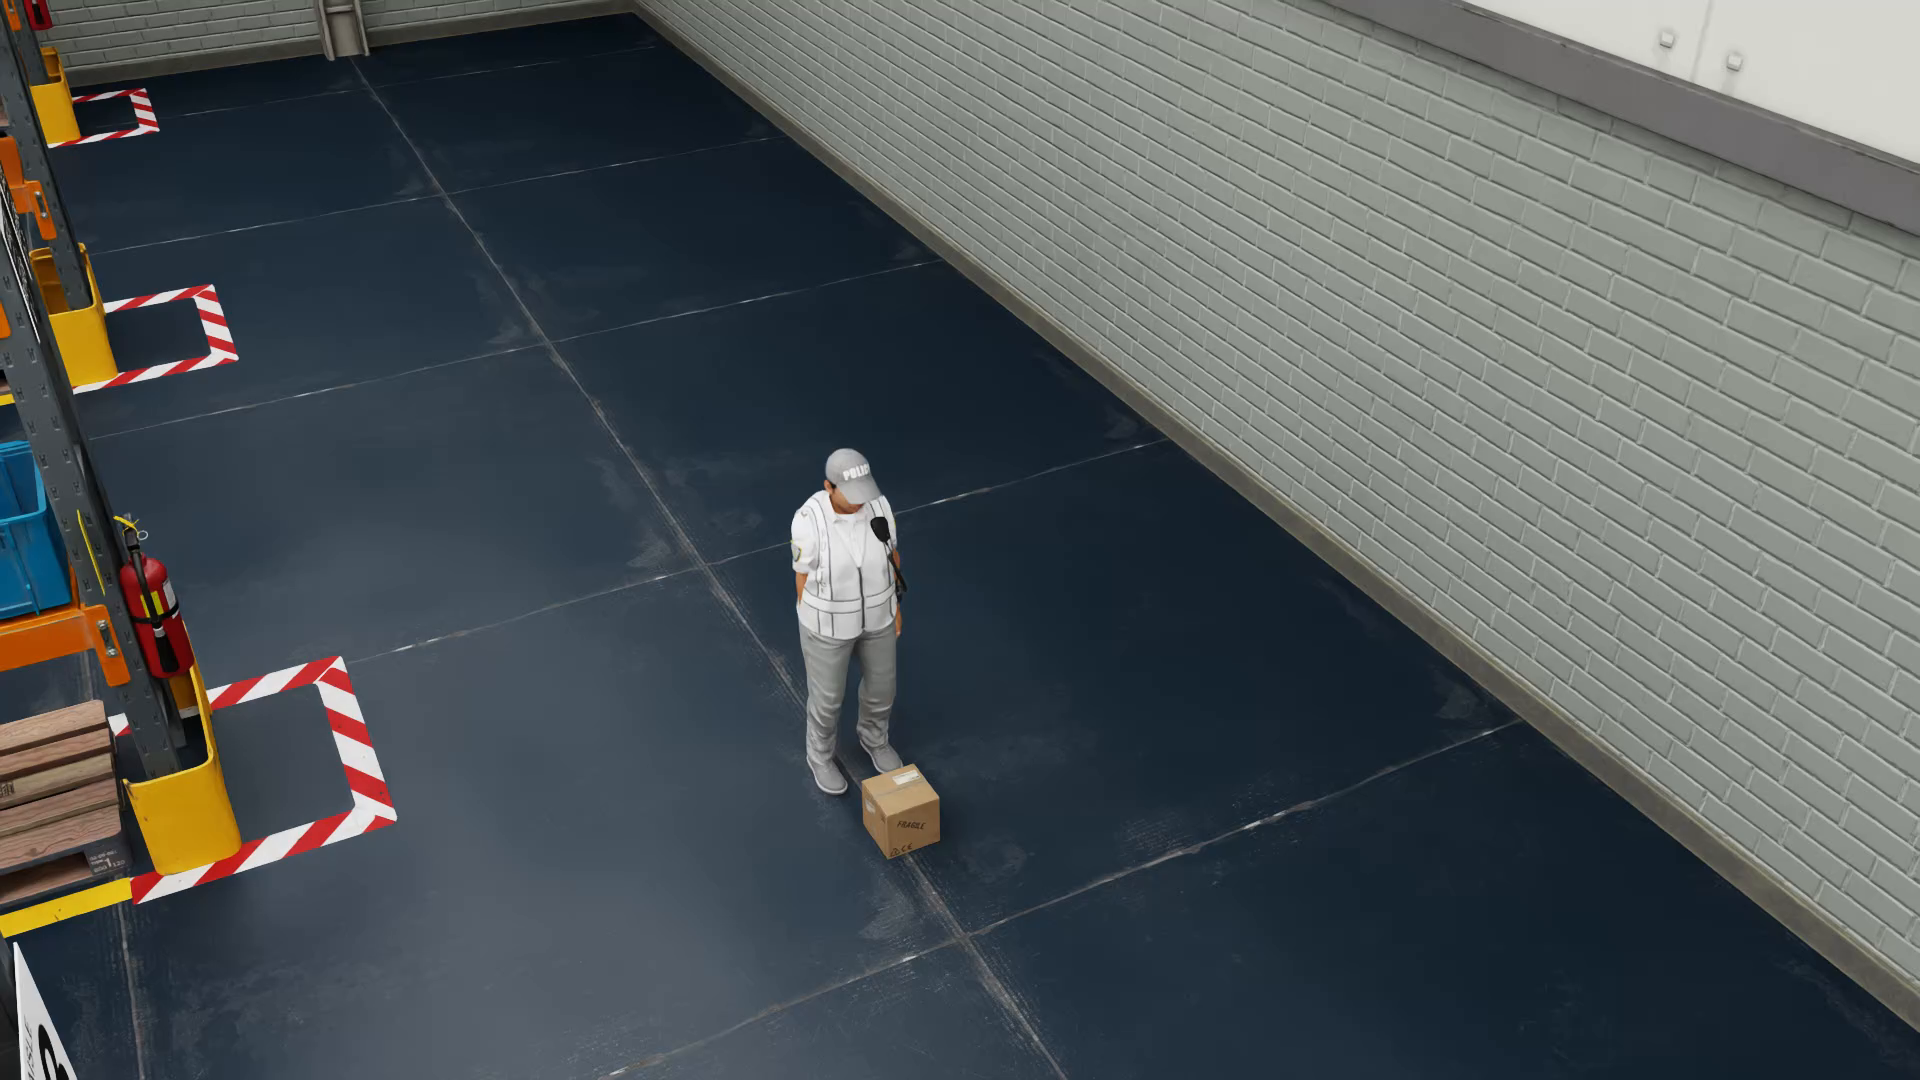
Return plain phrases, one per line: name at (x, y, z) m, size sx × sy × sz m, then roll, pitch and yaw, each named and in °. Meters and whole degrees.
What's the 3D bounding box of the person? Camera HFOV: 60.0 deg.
person at (-0.458, 0.338, 7.104) m, size 0.470 × 1.658 × 0.390 m, roll -15°, pitch 36°, yaw -22°
